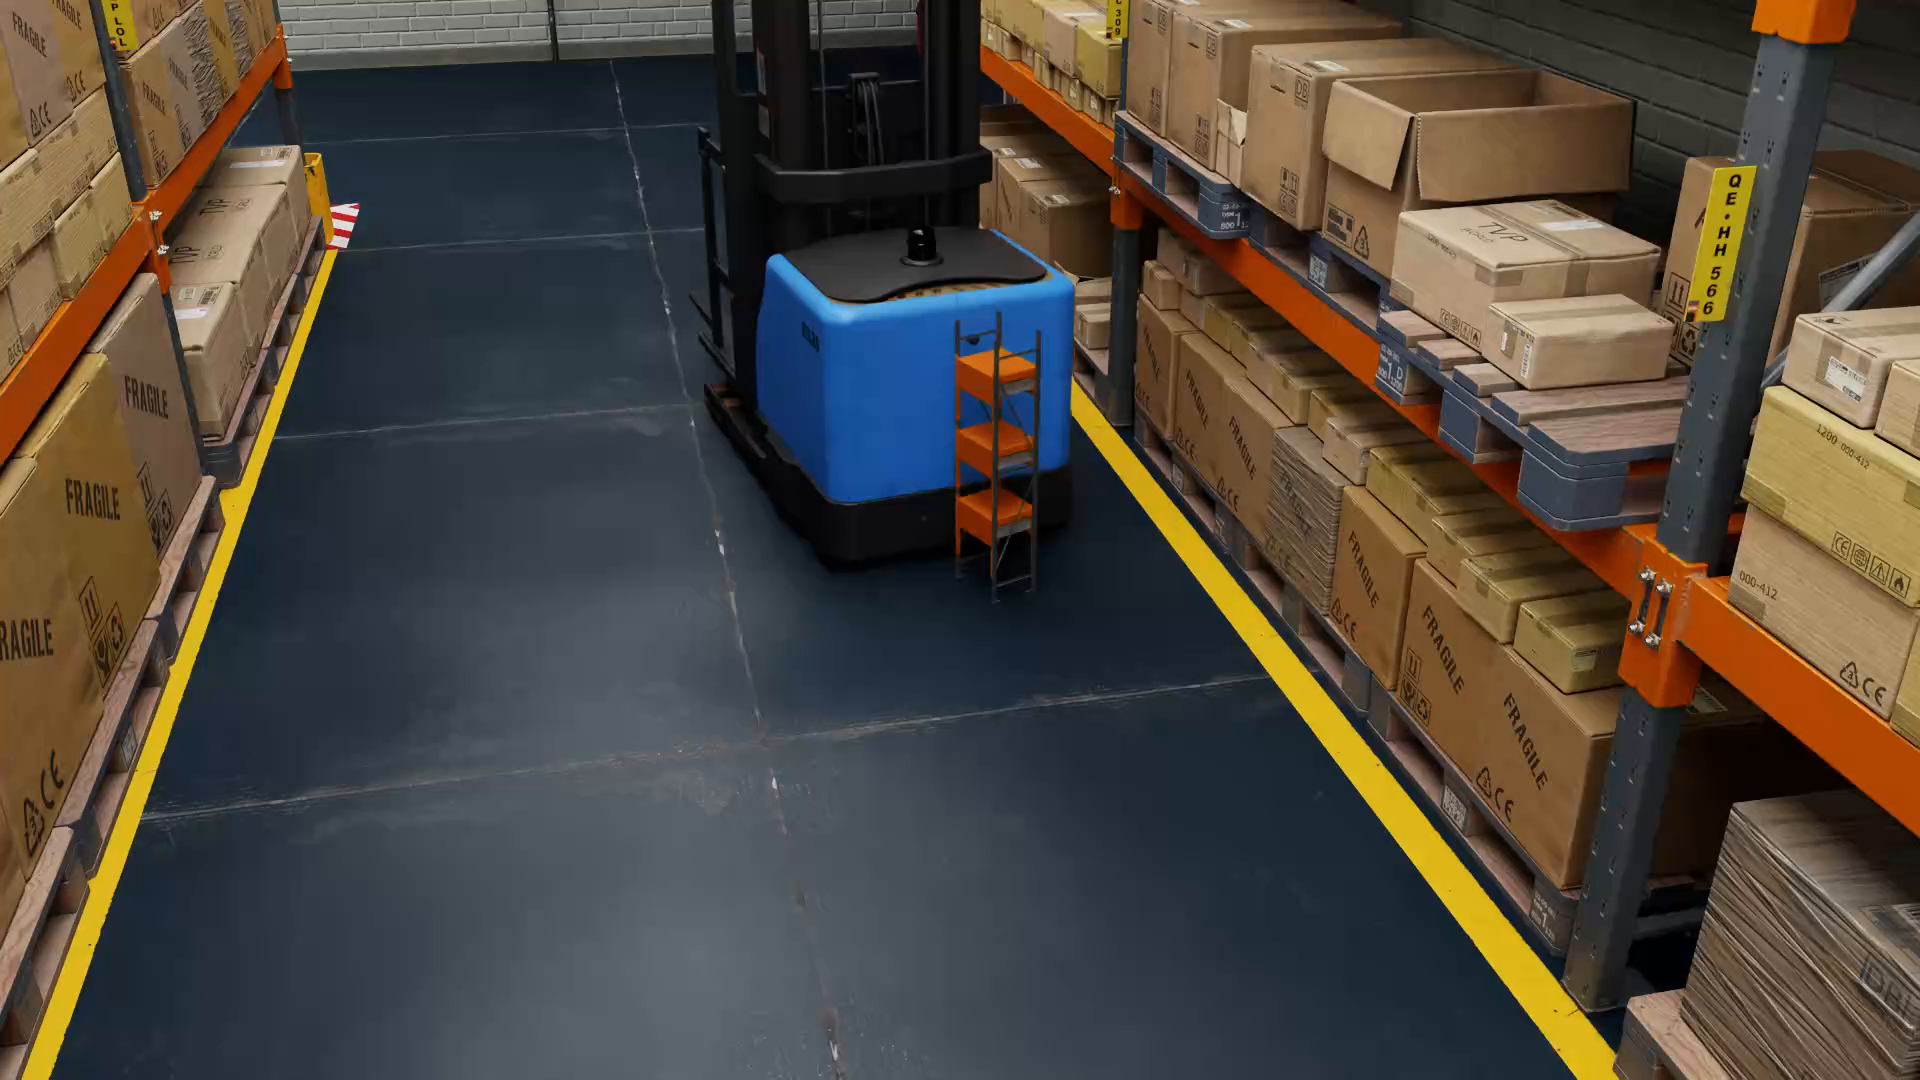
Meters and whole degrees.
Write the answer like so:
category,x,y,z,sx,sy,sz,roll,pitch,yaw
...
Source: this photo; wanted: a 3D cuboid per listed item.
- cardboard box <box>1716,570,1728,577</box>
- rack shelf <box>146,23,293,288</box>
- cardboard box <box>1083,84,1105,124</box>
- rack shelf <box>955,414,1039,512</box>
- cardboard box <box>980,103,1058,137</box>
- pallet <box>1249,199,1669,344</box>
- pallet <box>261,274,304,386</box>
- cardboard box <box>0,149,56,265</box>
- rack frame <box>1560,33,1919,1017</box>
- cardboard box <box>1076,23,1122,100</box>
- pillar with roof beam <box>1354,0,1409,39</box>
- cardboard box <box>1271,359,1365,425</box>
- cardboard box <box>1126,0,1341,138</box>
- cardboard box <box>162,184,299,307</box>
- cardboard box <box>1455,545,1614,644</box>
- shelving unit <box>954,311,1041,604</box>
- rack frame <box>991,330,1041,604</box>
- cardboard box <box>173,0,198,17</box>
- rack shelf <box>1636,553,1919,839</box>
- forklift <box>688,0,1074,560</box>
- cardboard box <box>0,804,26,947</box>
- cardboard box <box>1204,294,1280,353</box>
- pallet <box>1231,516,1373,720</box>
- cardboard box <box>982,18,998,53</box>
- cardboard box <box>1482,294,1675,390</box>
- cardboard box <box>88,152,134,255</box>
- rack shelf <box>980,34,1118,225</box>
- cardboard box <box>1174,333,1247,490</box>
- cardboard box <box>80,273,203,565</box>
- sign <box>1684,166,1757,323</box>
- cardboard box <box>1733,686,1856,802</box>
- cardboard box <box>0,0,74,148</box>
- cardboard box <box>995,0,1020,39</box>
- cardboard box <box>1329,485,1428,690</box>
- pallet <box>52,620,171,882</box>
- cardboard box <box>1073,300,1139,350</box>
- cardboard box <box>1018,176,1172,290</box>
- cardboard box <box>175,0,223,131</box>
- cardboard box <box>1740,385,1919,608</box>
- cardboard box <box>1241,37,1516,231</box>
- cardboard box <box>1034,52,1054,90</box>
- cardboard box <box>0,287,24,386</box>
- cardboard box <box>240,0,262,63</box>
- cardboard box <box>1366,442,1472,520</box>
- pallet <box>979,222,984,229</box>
category,x,y,z,sx,sy,sz,roll,pitch,yaw
cardboard box,2.279,0.195,4.622,0.380,0.149,0.250,-5,27,-9
rack shelf,-4.094,-1.990,8.162,1.077,0.370,4.000,-6,27,-12
cardboard box,0.794,-2.053,7.768,0.380,0.149,0.250,-5,27,-10
rack shelf,0.136,-0.288,6.180,0.215,0.259,0.240,-17,31,-30
cardboard box,0.335,-2.490,10.658,0.797,0.503,0.637,-7,28,-14
pallet,1.650,-0.950,5.517,1.003,0.211,1.213,-6,27,-12
pallet,-4.017,-1.067,8.629,1.003,0.211,1.213,-6,27,-12
cardboard box,-3.065,-0.975,4.965,0.500,0.250,0.500,-5,27,-10
rack frame,2.093,-0.183,3.783,1.000,3.000,0.127,-6,27,-12
cardboard box,0.839,-2.204,7.623,0.500,0.250,0.500,-5,27,-10
pillar with roof beam,-2.282,-4.577,5.832,9.100,9.000,0.400,-6,27,-12
cardboard box,1.368,-0.549,6.096,0.380,0.149,0.250,-5,27,-10
cardboard box,1.083,-1.936,6.680,0.700,0.500,0.500,-5,27,-10
cardboard box,-4.085,-1.552,8.874,0.875,0.438,0.875,-5,27,-10
cardboard box,1.643,0.148,4.716,0.380,0.149,0.250,-7,28,-14
shelving unit,0.136,-0.298,6.175,0.215,1.050,0.252,-17,31,-30
rack frame,0.204,-0.252,6.085,0.200,1.050,0.008,-17,31,-30
cardboard box,-3.727,-2.606,7.364,0.500,0.500,0.500,-5,27,-11
rack shelf,2.544,1.016,2.206,1.077,0.370,4.000,-6,27,-12
forklift,-0.569,-1.871,7.204,1.130,2.935,3.031,-10,29,-20
cardboard box,-2.817,0.772,3.783,0.875,0.875,0.875,-6,27,-12
cardboard box,1.220,-0.890,6.773,0.380,0.149,0.250,-7,28,-14
pallet,1.690,0.196,6.128,1.003,0.211,1.213,-6,27,-12
cardboard box,0.339,-2.840,9.327,0.380,0.149,0.250,-7,28,-13
cardboard box,1.571,-0.508,4.240,0.380,0.149,0.250,-5,27,-11
cardboard box,-3.297,-1.195,5.955,0.500,0.250,0.500,-7,28,-13
rack shelf,0.741,-2.496,9.164,1.077,0.370,4.000,-6,27,-12
cardboard box,1.211,-0.543,6.804,0.500,0.500,0.500,-6,27,-12
cardboard box,-3.426,-0.408,6.122,0.875,0.875,0.875,-5,27,-10
sign,1.566,-0.605,3.423,0.100,0.325,0.005,-6,27,-12
cardboard box,2.271,0.532,4.675,0.500,0.500,0.500,-5,27,-10
cardboard box,-3.175,-1.527,5.226,0.500,0.500,0.500,-5,27,-11
cardboard box,0.497,-2.868,8.940,0.500,0.250,0.500,-7,28,-13
cardboard box,1.565,0.131,5.469,0.500,0.500,0.500,-5,27,-9
pallet,-3.118,0.679,5.170,1.003,0.211,1.213,-6,27,-12
cardboard box,0.780,-1.068,8.236,0.380,0.149,0.250,-7,28,-13
cardboard box,0.724,-1.653,9.005,0.700,0.500,0.500,-7,28,-14
cardboard box,-3.710,-2.151,7.571,0.500,0.500,0.500,-6,27,-11
cardboard box,1.931,-0.117,3.264,0.500,0.250,0.500,-6,27,-12
cardboard box,1.376,-1.364,5.547,0.700,0.500,0.500,-6,27,-12
cardboard box,0.594,-2.392,8.439,0.380,0.149,0.250,-6,27,-12
cardboard box,-2.968,-0.521,4.621,0.500,0.250,0.500,-6,27,-12
cardboard box,-4.080,-2.827,8.911,0.500,0.500,0.500,-7,28,-13
cardboard box,1.555,-0.202,5.409,0.380,0.149,0.250,-6,27,-12
pallet,0.488,-2.067,10.611,1.003,0.211,1.213,-6,27,-12
